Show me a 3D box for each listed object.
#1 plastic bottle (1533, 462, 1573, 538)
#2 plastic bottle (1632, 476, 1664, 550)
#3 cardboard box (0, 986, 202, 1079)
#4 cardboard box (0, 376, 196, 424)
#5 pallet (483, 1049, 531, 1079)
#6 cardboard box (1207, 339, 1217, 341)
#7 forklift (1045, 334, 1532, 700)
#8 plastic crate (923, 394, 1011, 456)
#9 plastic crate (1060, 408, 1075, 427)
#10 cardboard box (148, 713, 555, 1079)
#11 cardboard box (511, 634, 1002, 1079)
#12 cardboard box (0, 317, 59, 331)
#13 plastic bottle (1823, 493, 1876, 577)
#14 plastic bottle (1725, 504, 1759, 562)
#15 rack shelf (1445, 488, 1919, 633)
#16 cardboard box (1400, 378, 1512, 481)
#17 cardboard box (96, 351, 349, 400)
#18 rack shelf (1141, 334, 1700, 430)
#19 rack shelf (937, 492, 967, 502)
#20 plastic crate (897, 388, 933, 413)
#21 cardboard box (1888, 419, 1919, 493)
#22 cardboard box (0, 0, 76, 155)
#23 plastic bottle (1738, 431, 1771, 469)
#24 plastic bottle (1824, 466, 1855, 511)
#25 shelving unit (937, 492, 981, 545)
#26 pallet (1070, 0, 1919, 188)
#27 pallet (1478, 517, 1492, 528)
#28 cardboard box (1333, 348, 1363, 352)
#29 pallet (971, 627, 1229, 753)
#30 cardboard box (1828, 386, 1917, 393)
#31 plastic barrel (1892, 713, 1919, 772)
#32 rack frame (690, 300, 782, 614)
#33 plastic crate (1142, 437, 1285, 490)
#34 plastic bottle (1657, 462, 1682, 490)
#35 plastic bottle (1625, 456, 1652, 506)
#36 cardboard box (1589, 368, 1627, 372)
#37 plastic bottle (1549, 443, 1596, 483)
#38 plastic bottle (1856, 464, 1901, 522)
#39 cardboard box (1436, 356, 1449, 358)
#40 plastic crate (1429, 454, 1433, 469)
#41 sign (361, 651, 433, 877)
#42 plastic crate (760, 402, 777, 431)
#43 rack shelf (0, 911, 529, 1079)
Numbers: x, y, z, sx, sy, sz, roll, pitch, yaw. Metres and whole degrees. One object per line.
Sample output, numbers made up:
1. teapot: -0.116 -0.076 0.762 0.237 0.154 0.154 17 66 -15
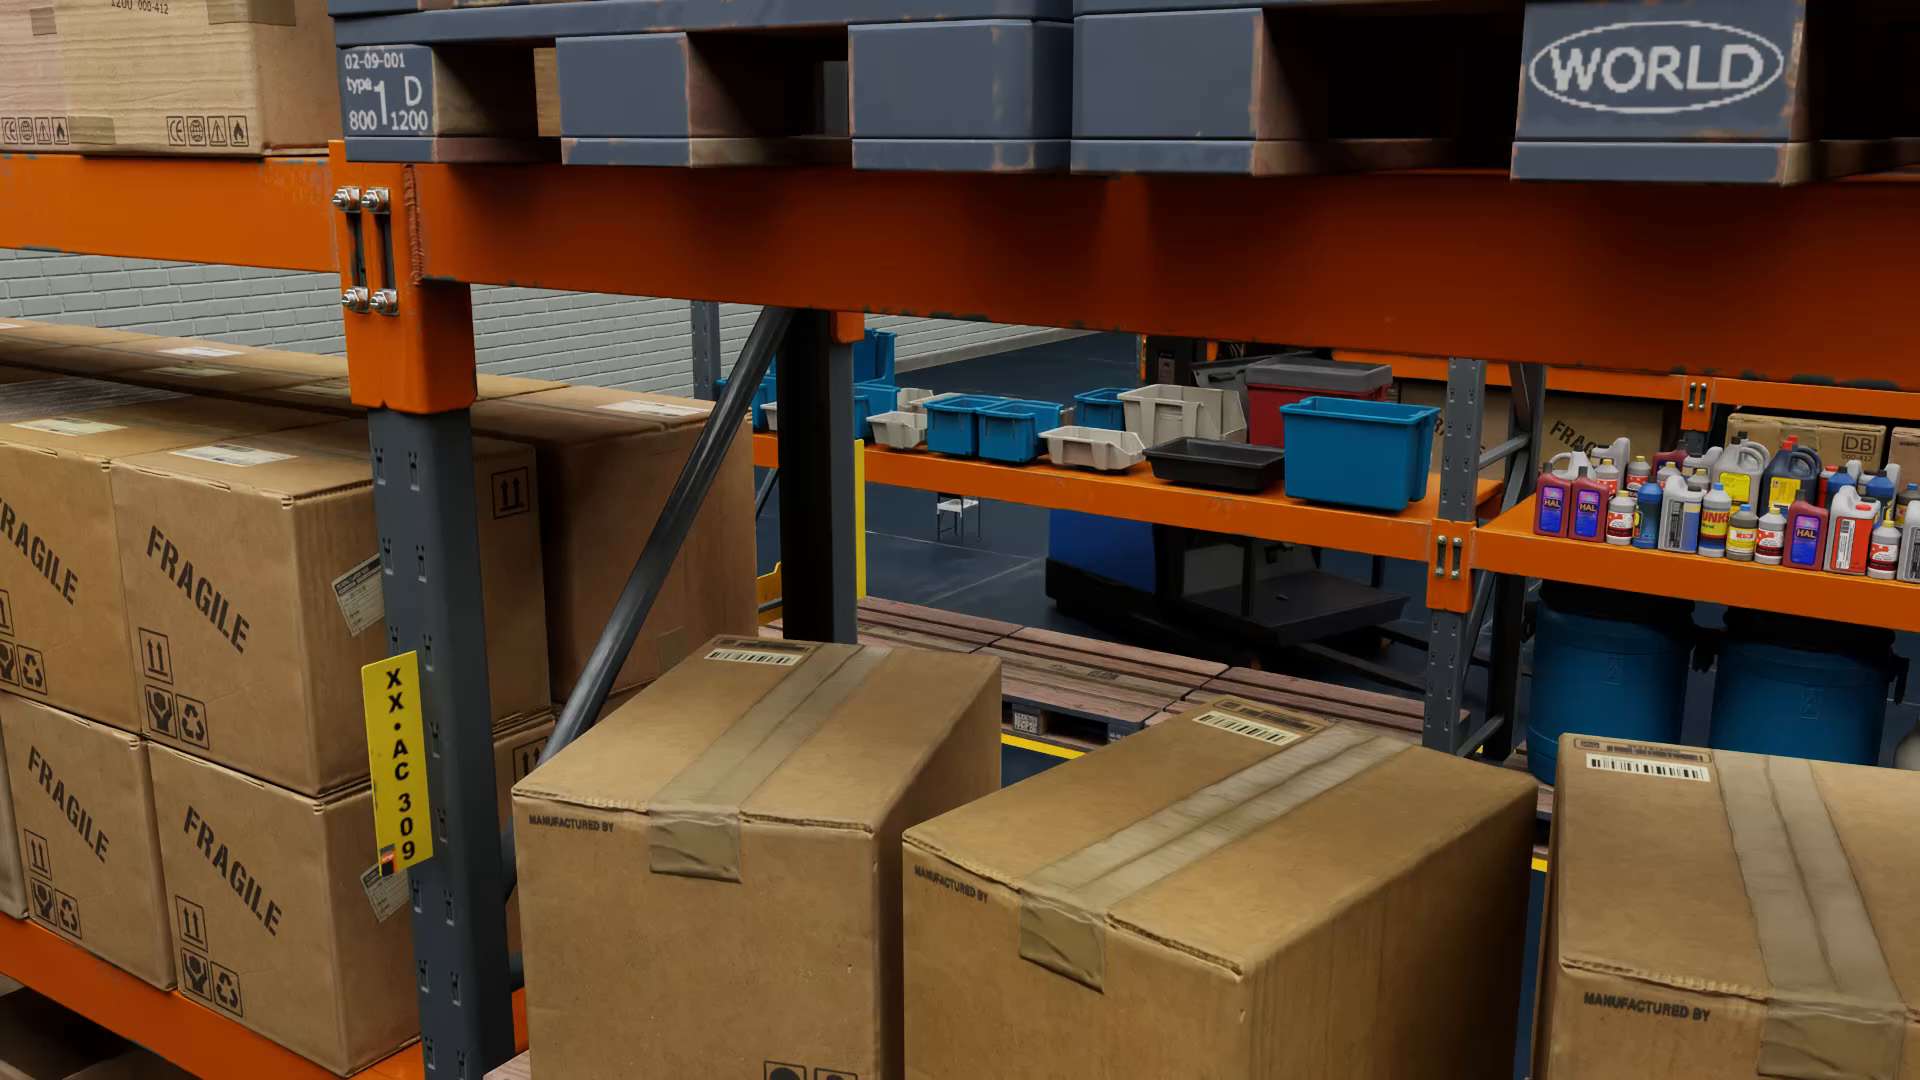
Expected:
1. plastic bottle: 2.306 -0.156 6.453 0.133 0.283 0.061 9 17 33
2. plastic bottle: 2.603 -0.107 6.282 0.097 0.271 0.097 0 14 0
3. cardboard box: -2.090 1.388 4.254 0.637 0.503 0.797 9 17 33
4. cardboard box: -1.937 -0.045 3.476 0.500 0.500 0.500 9 17 33
5. pallet: 0.074 0.863 2.496 1.213 0.211 1.003 9 17 33
6. cardboard box: 2.009 -1.601 12.572 0.250 0.149 0.380 9 16 32
7. forklift: 1.766 -0.797 8.942 1.130 2.935 3.031 -9 17 -33
8. plastic crate: 0.034 -0.556 8.049 0.300 0.233 0.416 9 17 33
9. plastic crate: 0.432 -0.601 8.432 0.250 0.136 0.298 9 17 33
10. cardboard box: -1.086 0.576 3.046 0.500 0.500 0.500 10 17 34
11. cardboard box: -0.260 0.496 2.494 0.500 0.500 0.700 4 14 14
12. cardboard box: -2.904 -0.357 4.736 0.500 0.500 0.500 10 17 34
13. plastic bottle: 3.180 -0.024 5.937 0.135 0.276 0.152 9 17 33
14. plastic bottle: 2.877 -0.029 6.112 0.097 0.201 0.097 0 14 0
15. rack shelf: 3.899 0.271 5.984 4.000 0.370 1.077 9 17 33
16. cardboard box: 3.754 -0.732 12.085 0.875 0.875 0.875 9 17 33
17. cardboard box: -1.616 -0.151 3.901 0.500 0.500 0.500 9 16 31
18. rack shelf: 3.345 -1.253 12.141 4.000 0.370 1.077 9 17 33
19. rack shelf: -0.007 -0.318 11.749 0.200 0.077 0.258 9 17 33
20. plastic crate: -0.302 -0.711 8.877 0.243 0.136 0.396 9 17 33
21. cardboard box: 6.288 -0.305 10.362 0.875 0.875 1.225 9 16 31
22. cardboard box: -1.489 -0.824 2.980 0.500 0.250 0.500 9 17 33
23. plastic bottle: 3.185 -0.265 6.753 0.185 0.351 0.144 9 17 33
24. plastic bottle: 3.415 -0.152 6.462 0.097 0.271 0.097 0 14 0
25. shelving unit: -0.007 -0.438 11.719 0.210 0.900 0.258 9 17 33
26. pallet: 0.836 -0.484 1.687 1.003 0.211 1.213 9 17 33
27. pallet: 4.417 -0.098 11.781 1.213 0.211 1.003 9 17 33
28. cardboard box: 2.864 -1.463 12.015 0.250 0.149 0.380 9 16 32
29. pallet: 0.592 0.753 8.344 1.213 0.211 1.003 9 17 33
30. cardboard box: 5.664 -1.204 10.237 0.500 0.500 0.500 9 17 33
31. plastic barrel: 3.688 0.922 6.160 0.421 0.512 0.421 0 14 0
32. rack frame: -1.079 -0.883 9.148 0.127 3.000 1.000 9 17 33
33. plastic crate: 1.161 -0.339 7.397 0.590 0.125 0.437 9 17 33
34. plastic bottle: 2.935 -0.222 6.890 0.097 0.201 0.097 0 14 0
35. plastic bottle: 2.859 -0.252 7.011 0.097 0.201 0.097 0 14 0
36. cardboard box: 4.354 -1.222 11.042 0.250 0.149 0.380 10 17 34
37. plastic bottle: 2.385 -0.206 6.514 0.185 0.351 0.144 9 17 33
38. plastic bottle: 3.580 -0.163 6.499 0.135 0.276 0.152 9 17 33
39. cardboard box: 3.502 -1.360 11.598 0.250 0.149 0.380 9 16 32
40. plastic crate: 1.933 -0.339 7.373 0.243 0.136 0.396 9 17 33
41. sign: -0.824 0.329 2.448 0.005 0.325 0.100 9 17 33
42. plastic crate: -0.838 -0.626 8.534 0.298 0.136 0.250 9 17 33
43. rack shelf: -2.187 0.721 4.164 4.000 0.370 1.077 9 17 33
